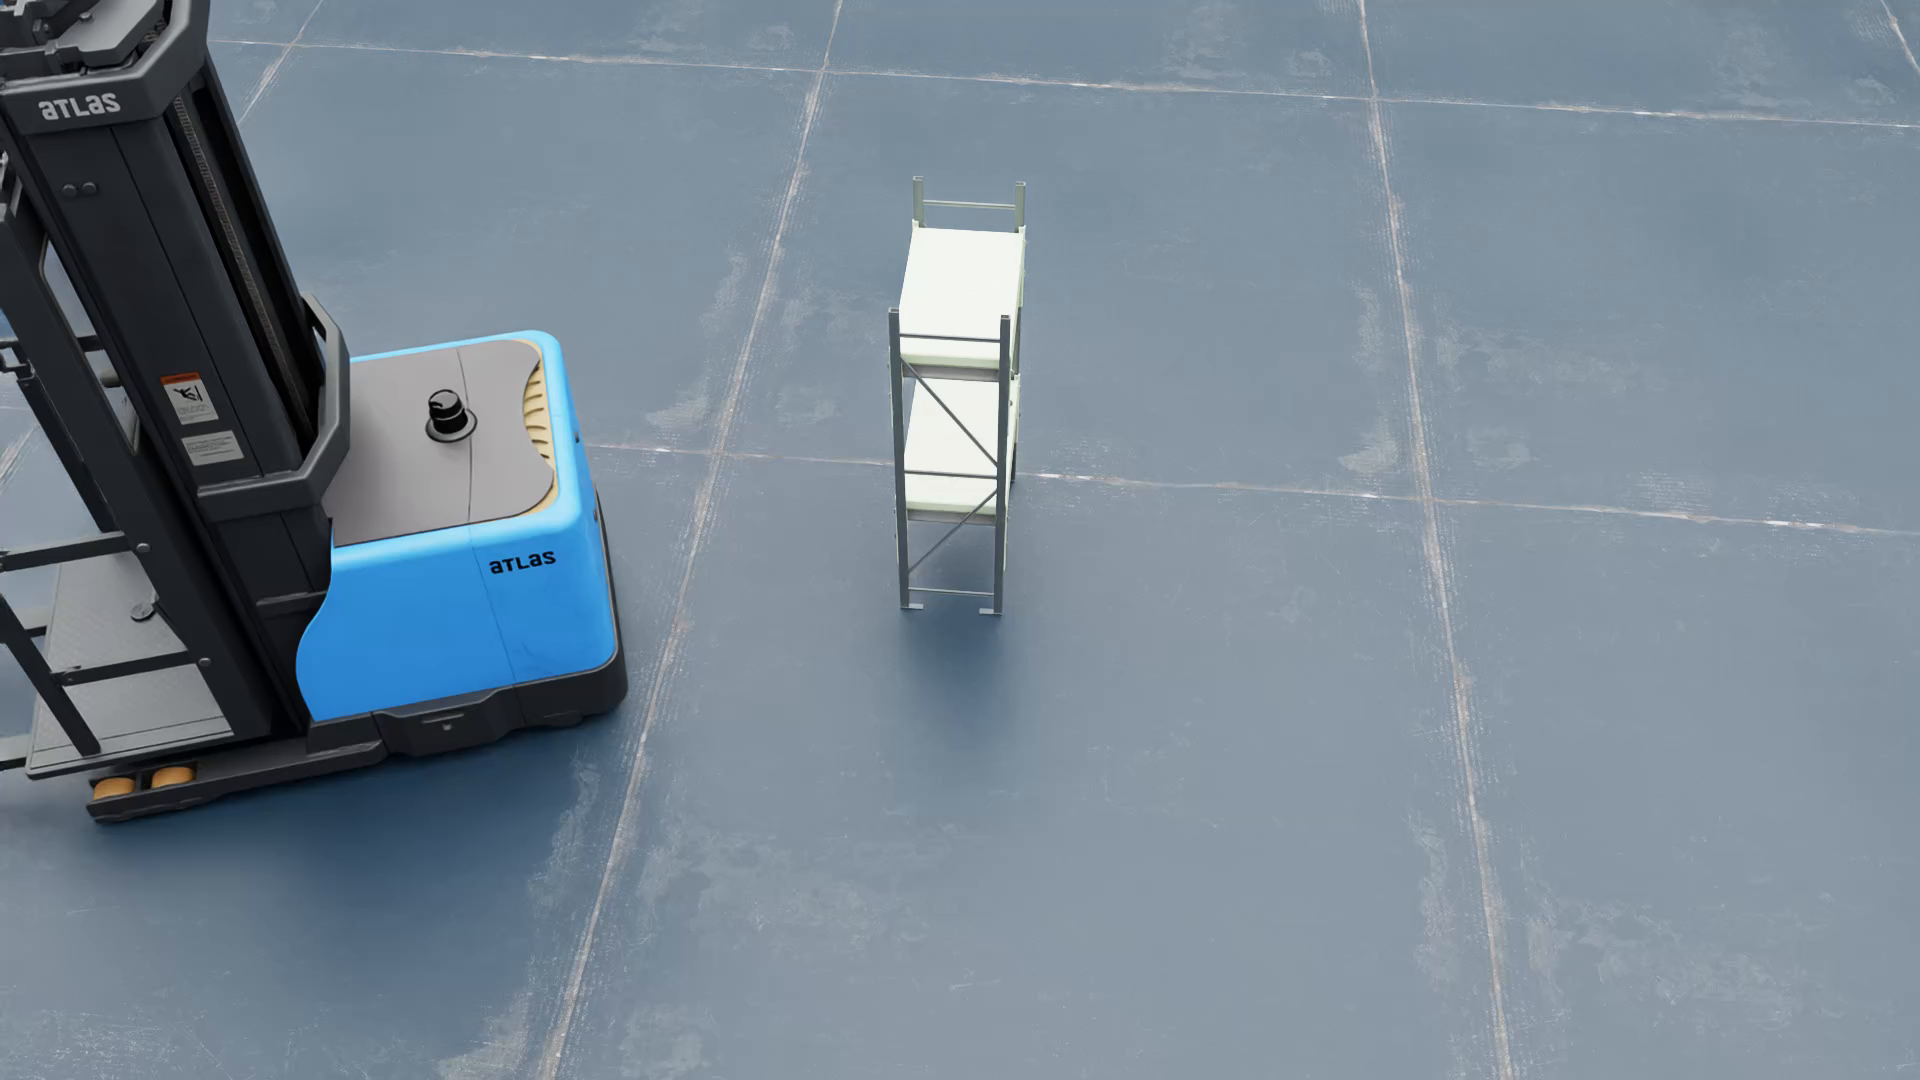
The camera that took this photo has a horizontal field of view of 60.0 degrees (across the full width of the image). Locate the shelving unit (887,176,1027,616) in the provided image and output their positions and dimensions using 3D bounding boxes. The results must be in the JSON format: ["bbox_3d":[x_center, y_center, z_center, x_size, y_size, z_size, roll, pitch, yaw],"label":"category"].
[{"bbox_3d":[-0.001,-0.501,6.218,0.431,1.500,0.755,4,48,4],"label":"shelving unit"}]

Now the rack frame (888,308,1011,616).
[{"bbox_3d":[-0.034,-0.232,5.972,0.400,1.500,0.023,4,48,4],"label":"rack frame"}]

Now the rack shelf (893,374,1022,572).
[{"bbox_3d":[-0.001,-0.281,6.459,0.431,0.370,0.720,4,48,4],"label":"rack shelf"}]

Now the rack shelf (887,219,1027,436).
[{"bbox_3d":[-0.001,-0.765,5.930,0.431,0.370,0.720,4,48,4],"label":"rack shelf"}]

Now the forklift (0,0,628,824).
[{"bbox_3d":[-2.806,-0.432,5.185,3.031,2.935,1.130,-10,48,-9],"label":"forklift"}]

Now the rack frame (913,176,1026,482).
[{"bbox_3d":[0.033,-0.770,6.464,0.400,1.500,0.023,4,48,4],"label":"rack frame"}]
